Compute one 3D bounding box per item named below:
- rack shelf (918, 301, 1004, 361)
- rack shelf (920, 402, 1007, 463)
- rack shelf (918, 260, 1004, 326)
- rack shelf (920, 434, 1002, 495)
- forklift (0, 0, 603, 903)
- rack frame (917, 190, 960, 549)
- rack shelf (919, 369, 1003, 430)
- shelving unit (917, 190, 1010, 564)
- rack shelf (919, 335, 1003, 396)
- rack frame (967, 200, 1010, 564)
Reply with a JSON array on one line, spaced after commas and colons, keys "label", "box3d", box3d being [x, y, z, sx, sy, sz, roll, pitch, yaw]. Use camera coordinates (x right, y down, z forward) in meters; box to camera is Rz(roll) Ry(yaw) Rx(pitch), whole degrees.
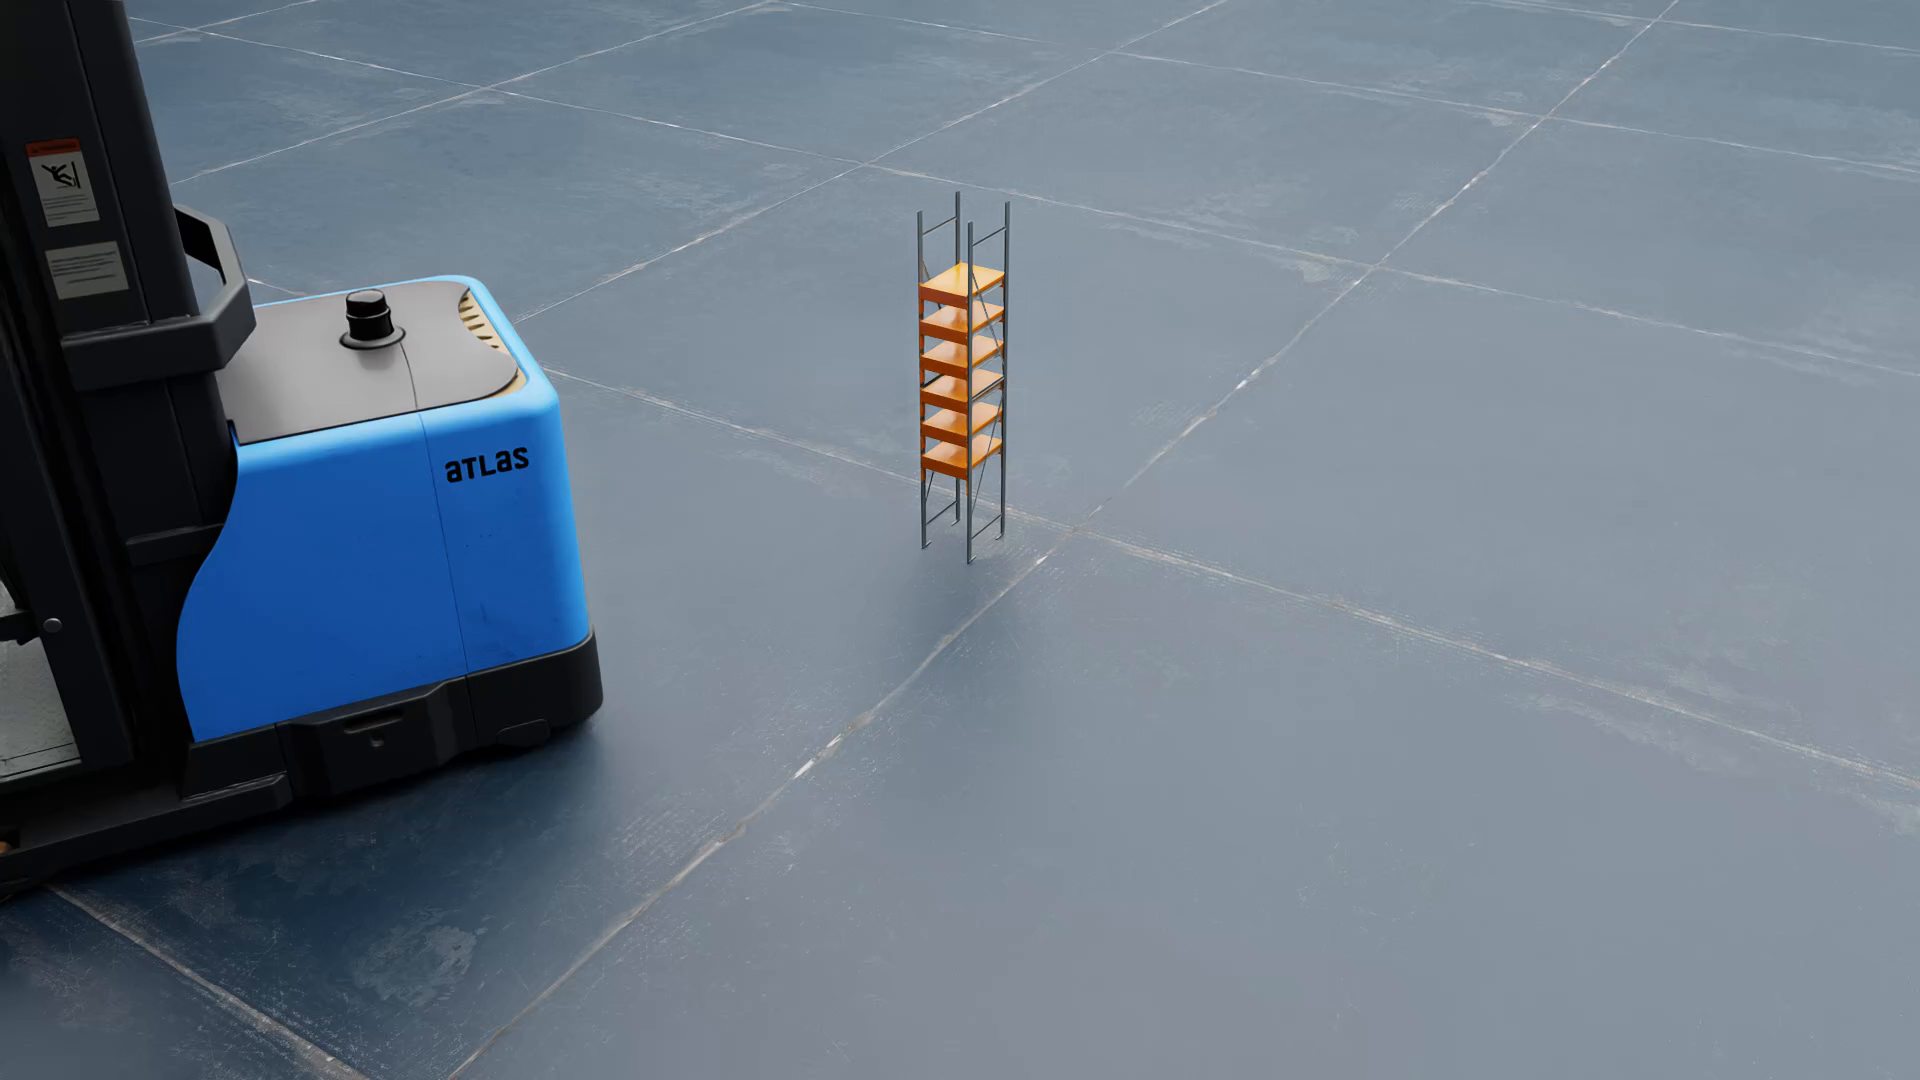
[{"label": "rack shelf", "box3d": [0.012, -0.683, 5.342, 0.180, 0.103, 0.258, 18, 35, 27]}, {"label": "rack shelf", "box3d": [0.012, -0.372, 5.524, 0.180, 0.103, 0.258, 18, 35, 27]}, {"label": "rack shelf", "box3d": [0.012, -0.787, 5.282, 0.180, 0.103, 0.258, 18, 35, 27]}, {"label": "rack shelf", "box3d": [0.012, -0.269, 5.584, 0.180, 0.103, 0.258, 18, 35, 27]}, {"label": "forklift", "box3d": [-2.585, -0.607, 3.882, 3.031, 2.935, 1.130, -14, 33, -23]}, {"label": "rack frame", "box3d": [-0.065, -0.539, 5.483, 0.006, 1.200, 0.240, 18, 35, 27]}, {"label": "rack shelf", "box3d": [0.012, -0.476, 5.463, 0.180, 0.103, 0.258, 18, 35, 27]}, {"label": "shelving unit", "box3d": [0.012, -0.514, 5.441, 0.189, 1.200, 0.258, 18, 35, 27]}, {"label": "rack shelf", "box3d": [0.012, -0.580, 5.403, 0.180, 0.103, 0.258, 18, 35, 27]}, {"label": "rack frame", "box3d": [0.090, -0.490, 5.399, 0.006, 1.200, 0.240, 18, 35, 27]}]
